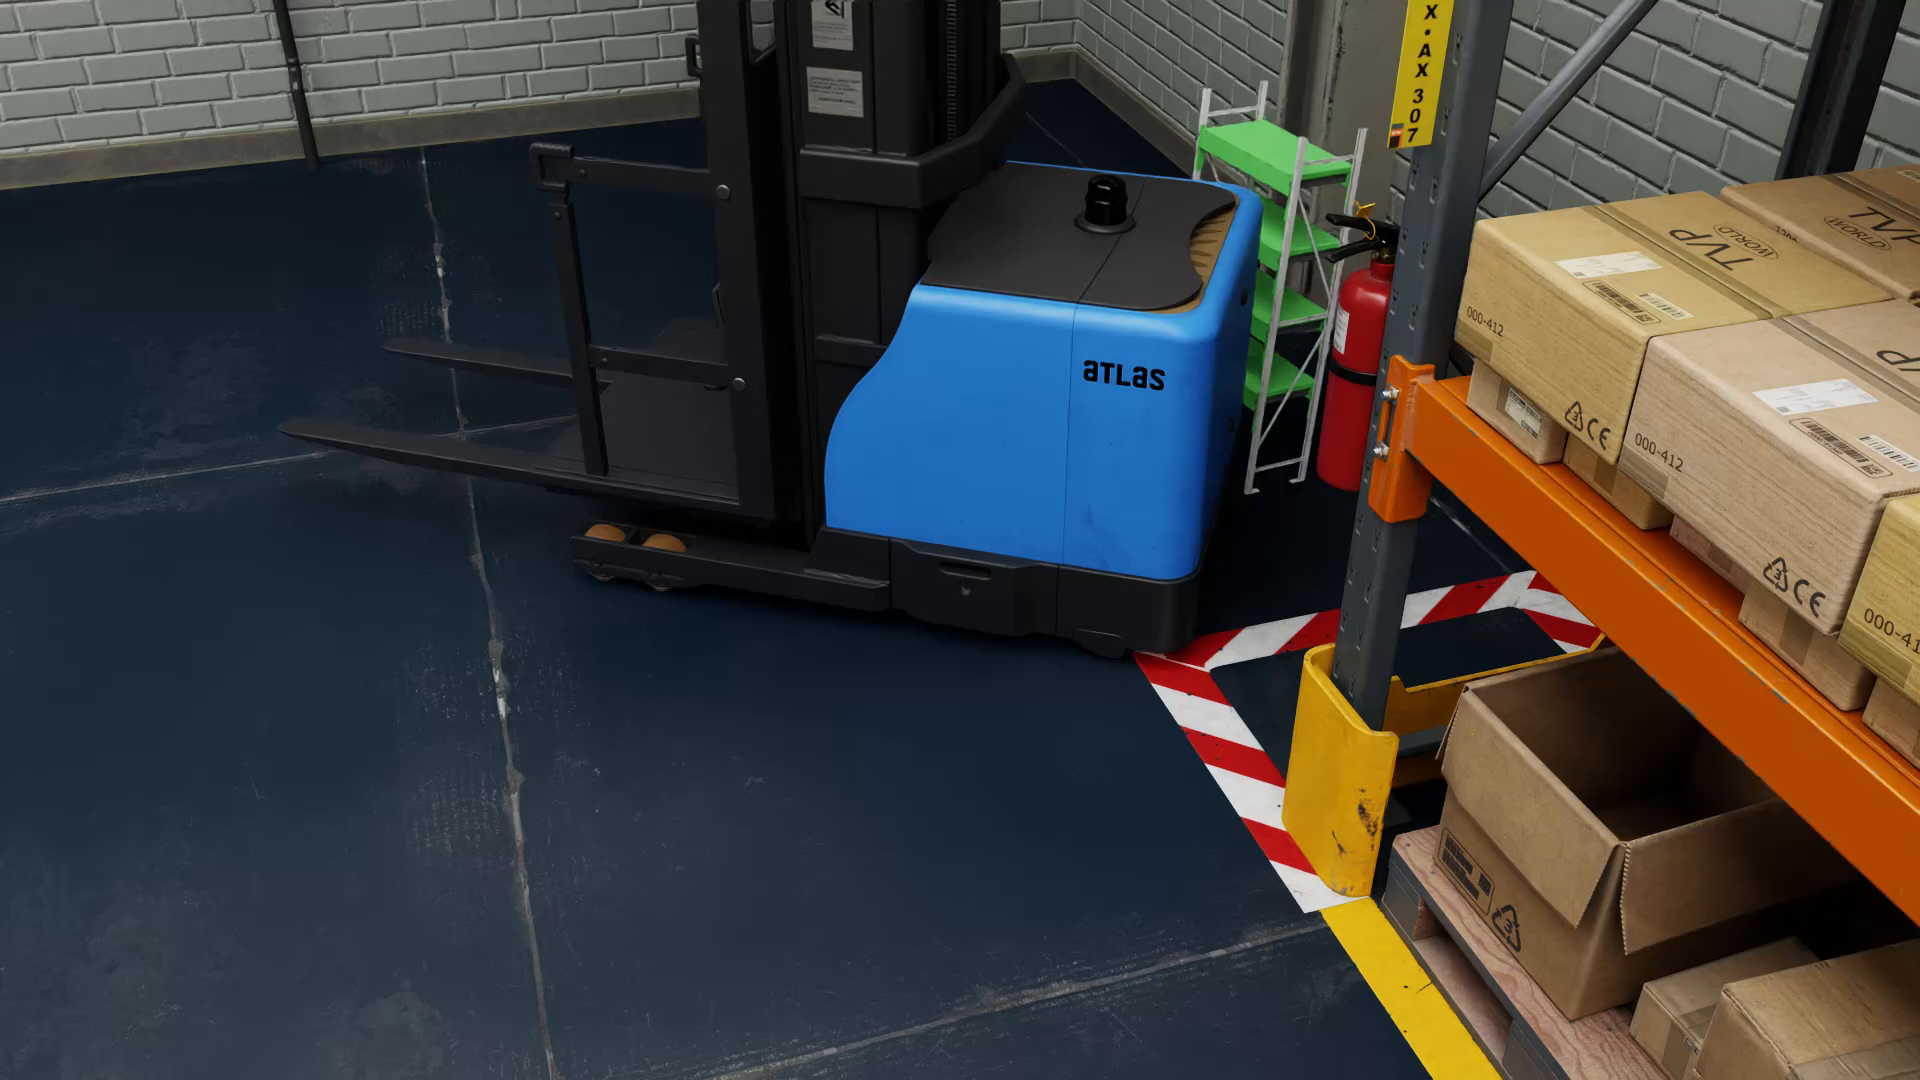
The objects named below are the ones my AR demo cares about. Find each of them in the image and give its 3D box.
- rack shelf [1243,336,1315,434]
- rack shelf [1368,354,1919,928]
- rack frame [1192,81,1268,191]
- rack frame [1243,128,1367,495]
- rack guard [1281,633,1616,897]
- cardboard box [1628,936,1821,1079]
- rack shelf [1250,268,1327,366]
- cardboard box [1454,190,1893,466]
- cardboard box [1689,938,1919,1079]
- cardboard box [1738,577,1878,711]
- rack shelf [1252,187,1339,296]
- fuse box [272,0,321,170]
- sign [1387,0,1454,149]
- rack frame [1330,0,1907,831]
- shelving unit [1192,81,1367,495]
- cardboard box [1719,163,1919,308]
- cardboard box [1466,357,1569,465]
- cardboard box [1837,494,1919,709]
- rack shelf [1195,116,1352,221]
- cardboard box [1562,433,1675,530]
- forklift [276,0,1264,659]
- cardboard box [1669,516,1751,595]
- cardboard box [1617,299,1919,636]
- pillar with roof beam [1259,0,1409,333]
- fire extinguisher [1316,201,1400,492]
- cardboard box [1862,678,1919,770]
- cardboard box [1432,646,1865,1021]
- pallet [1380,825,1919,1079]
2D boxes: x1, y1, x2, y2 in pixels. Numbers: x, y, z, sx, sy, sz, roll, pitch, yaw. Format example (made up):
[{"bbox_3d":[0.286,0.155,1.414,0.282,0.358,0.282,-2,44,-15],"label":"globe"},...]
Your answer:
[{"bbox_3d":[0.941,-0.546,5.528,0.258,0.148,0.480,-13,36,-24],"label":"rack shelf"},{"bbox_3d":[1.988,0.732,2.075,1.077,0.370,4.000,-10,35,-15],"label":"rack shelf"},{"bbox_3d":[0.842,-0.923,5.546,0.240,1.200,0.015,-13,36,-24],"label":"rack frame"},{"bbox_3d":[1.067,-0.684,5.185,0.240,1.200,0.015,-13,36,-24],"label":"rack frame"},{"bbox_3d":[1.401,0.464,4.094,1.175,0.500,0.348,-10,35,-15],"label":"rack guard"},{"bbox_3d":[1.567,0.962,3.278,0.380,0.149,0.250,-11,35,-17],"label":"cardboard box"},{"bbox_3d":[0.952,-0.749,5.400,0.258,0.148,0.480,-13,36,-24],"label":"rack shelf"},{"bbox_3d":[1.260,-0.397,2.996,0.500,0.250,0.500,-10,35,-14],"label":"cardboard box"},{"bbox_3d":[1.698,1.041,2.840,0.700,0.500,0.500,-9,34,-13],"label":"cardboard box"},{"bbox_3d":[1.471,0.106,2.597,0.380,0.149,0.250,-9,34,-13],"label":"cardboard box"},{"bbox_3d":[0.962,-0.952,5.272,0.258,0.148,0.480,-13,36,-24],"label":"rack shelf"},{"bbox_3d":[-3.045,-2.478,7.447,0.539,1.711,0.414,-10,35,-15],"label":"fuse box"},{"bbox_3d":[0.861,-0.889,3.089,0.100,0.325,0.005,-10,35,-15],"label":"sign"},{"bbox_3d":[1.378,-0.619,3.465,1.000,3.000,0.127,-10,35,-15],"label":"rack frame"},{"bbox_3d":[0.954,-0.803,5.366,0.258,1.200,0.503,-13,36,-24],"label":"shelving unit"},{"bbox_3d":[1.771,-0.483,3.127,0.500,0.250,0.500,-9,35,-13],"label":"cardboard box"},{"bbox_3d":[1.217,-0.295,3.204,0.380,0.149,0.250,-10,35,-15],"label":"cardboard box"},{"bbox_3d":[1.572,0.134,2.193,0.500,0.250,0.500,-11,35,-16],"label":"cardboard box"},{"bbox_3d":[0.973,-1.155,5.144,0.258,0.148,0.480,-13,36,-24],"label":"rack shelf"},{"bbox_3d":[1.339,-0.169,3.013,0.380,0.149,0.250,-9,35,-14],"label":"cardboard box"},{"bbox_3d":[-0.674,-1.342,4.622,3.031,2.935,1.130,9,35,13],"label":"forklift"},{"bbox_3d":[1.452,-0.037,2.813,0.380,0.149,0.250,-10,35,-15],"label":"cardboard box"},{"bbox_3d":[1.414,-0.132,2.595,0.500,0.250,0.500,-10,35,-14],"label":"cardboard box"},{"bbox_3d":[-2.686,-3.965,3.088,9.100,9.000,0.400,-10,35,-15],"label":"pillar with roof beam"},{"bbox_3d":[0.893,-0.430,3.589,0.296,0.674,0.183,-10,35,-15],"label":"fire extinguisher"},{"bbox_3d":[1.557,0.244,2.387,0.380,0.149,0.250,-9,35,-14],"label":"cardboard box"},{"bbox_3d":[1.475,0.585,3.528,0.797,0.503,0.637,-11,35,-17],"label":"cardboard box"},{"bbox_3d":[1.645,1.003,3.541,1.003,0.211,1.213,-10,35,-15],"label":"pallet"}]
